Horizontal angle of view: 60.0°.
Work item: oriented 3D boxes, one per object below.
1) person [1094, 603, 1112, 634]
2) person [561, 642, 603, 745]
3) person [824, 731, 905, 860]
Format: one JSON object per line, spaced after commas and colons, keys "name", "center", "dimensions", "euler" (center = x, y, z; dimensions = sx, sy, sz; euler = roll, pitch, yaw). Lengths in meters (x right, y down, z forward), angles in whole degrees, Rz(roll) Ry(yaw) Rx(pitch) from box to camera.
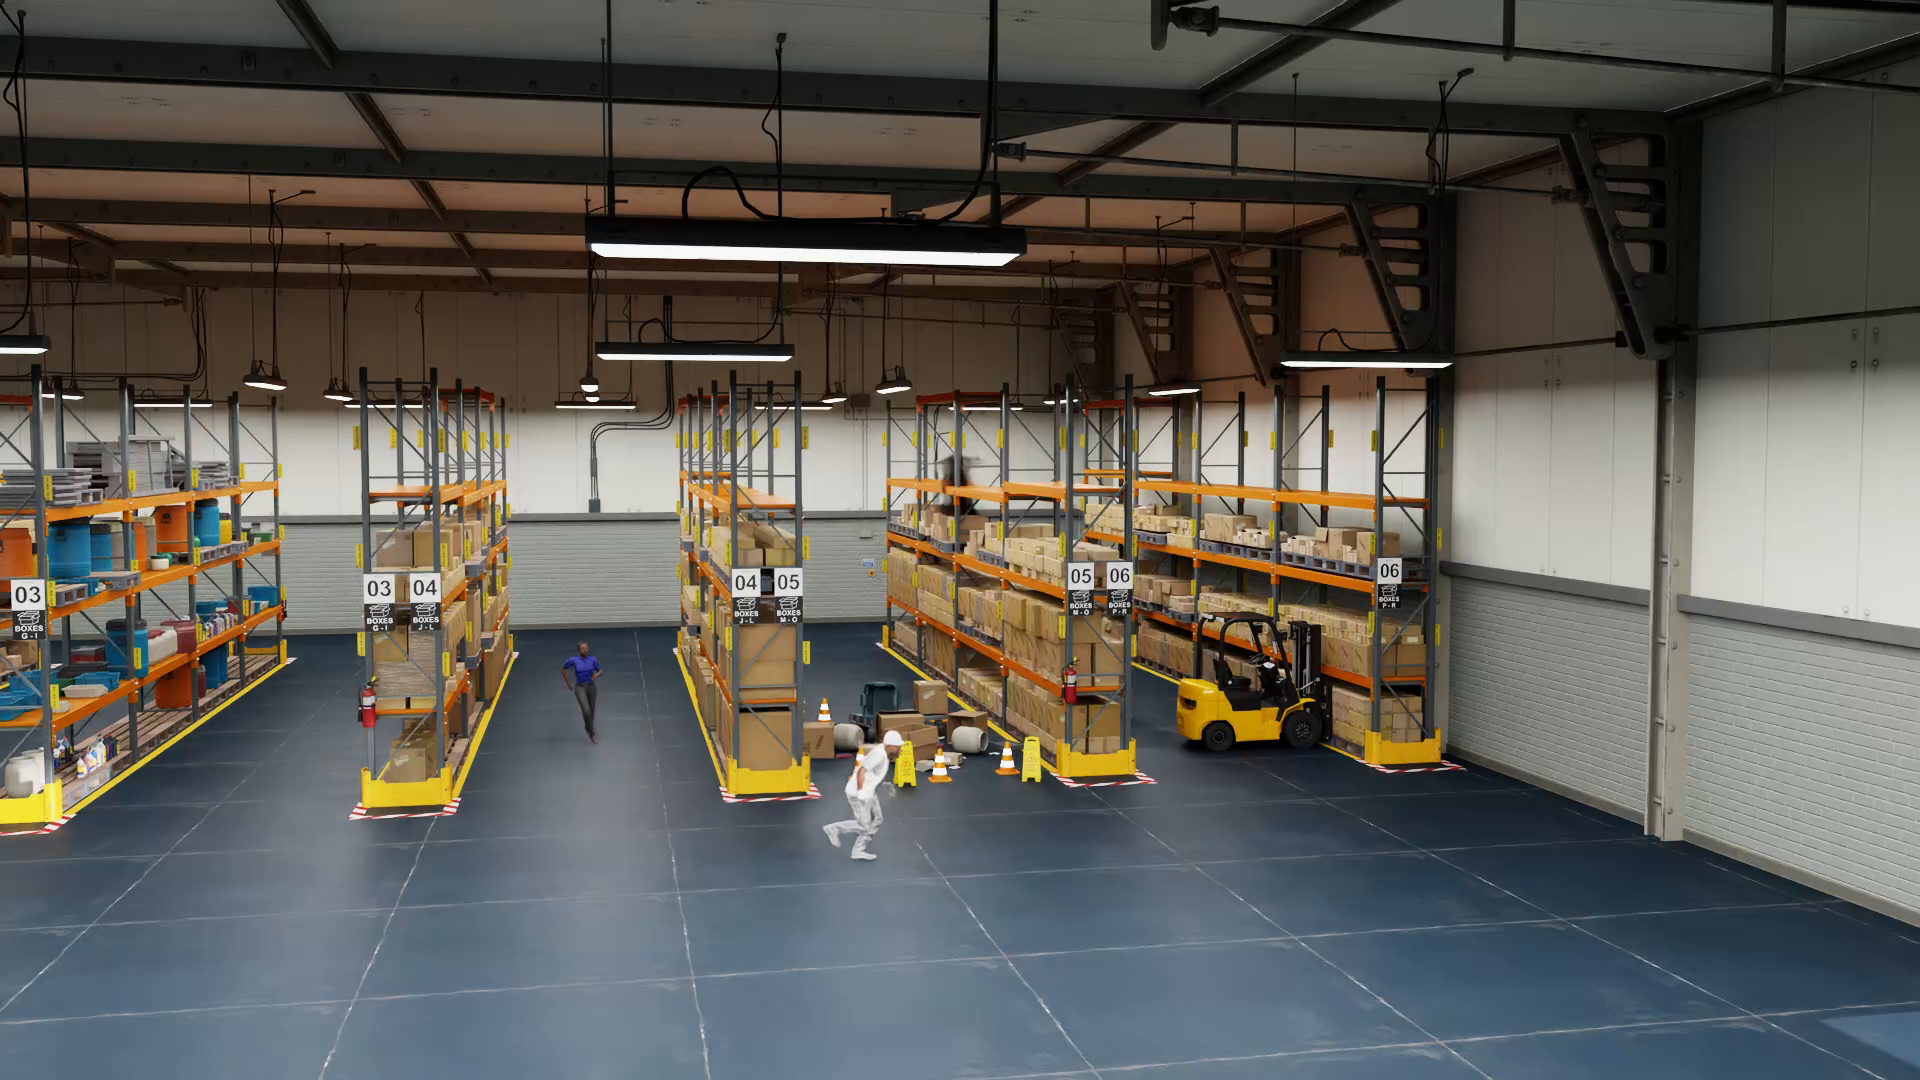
{"name": "person", "center": [2.616, 2.028, 31.646], "dimensions": [0.584, 1.659, 0.850], "euler": [-1, 4, -15]}
{"name": "person", "center": [-6.274, 2.531, 27.700], "dimensions": [0.650, 1.687, 0.832], "euler": [-2, 4, -30]}
{"name": "person", "center": [-1.144, 3.045, 19.818], "dimensions": [1.011, 1.568, 0.699], "euler": [1, 3, 11]}
